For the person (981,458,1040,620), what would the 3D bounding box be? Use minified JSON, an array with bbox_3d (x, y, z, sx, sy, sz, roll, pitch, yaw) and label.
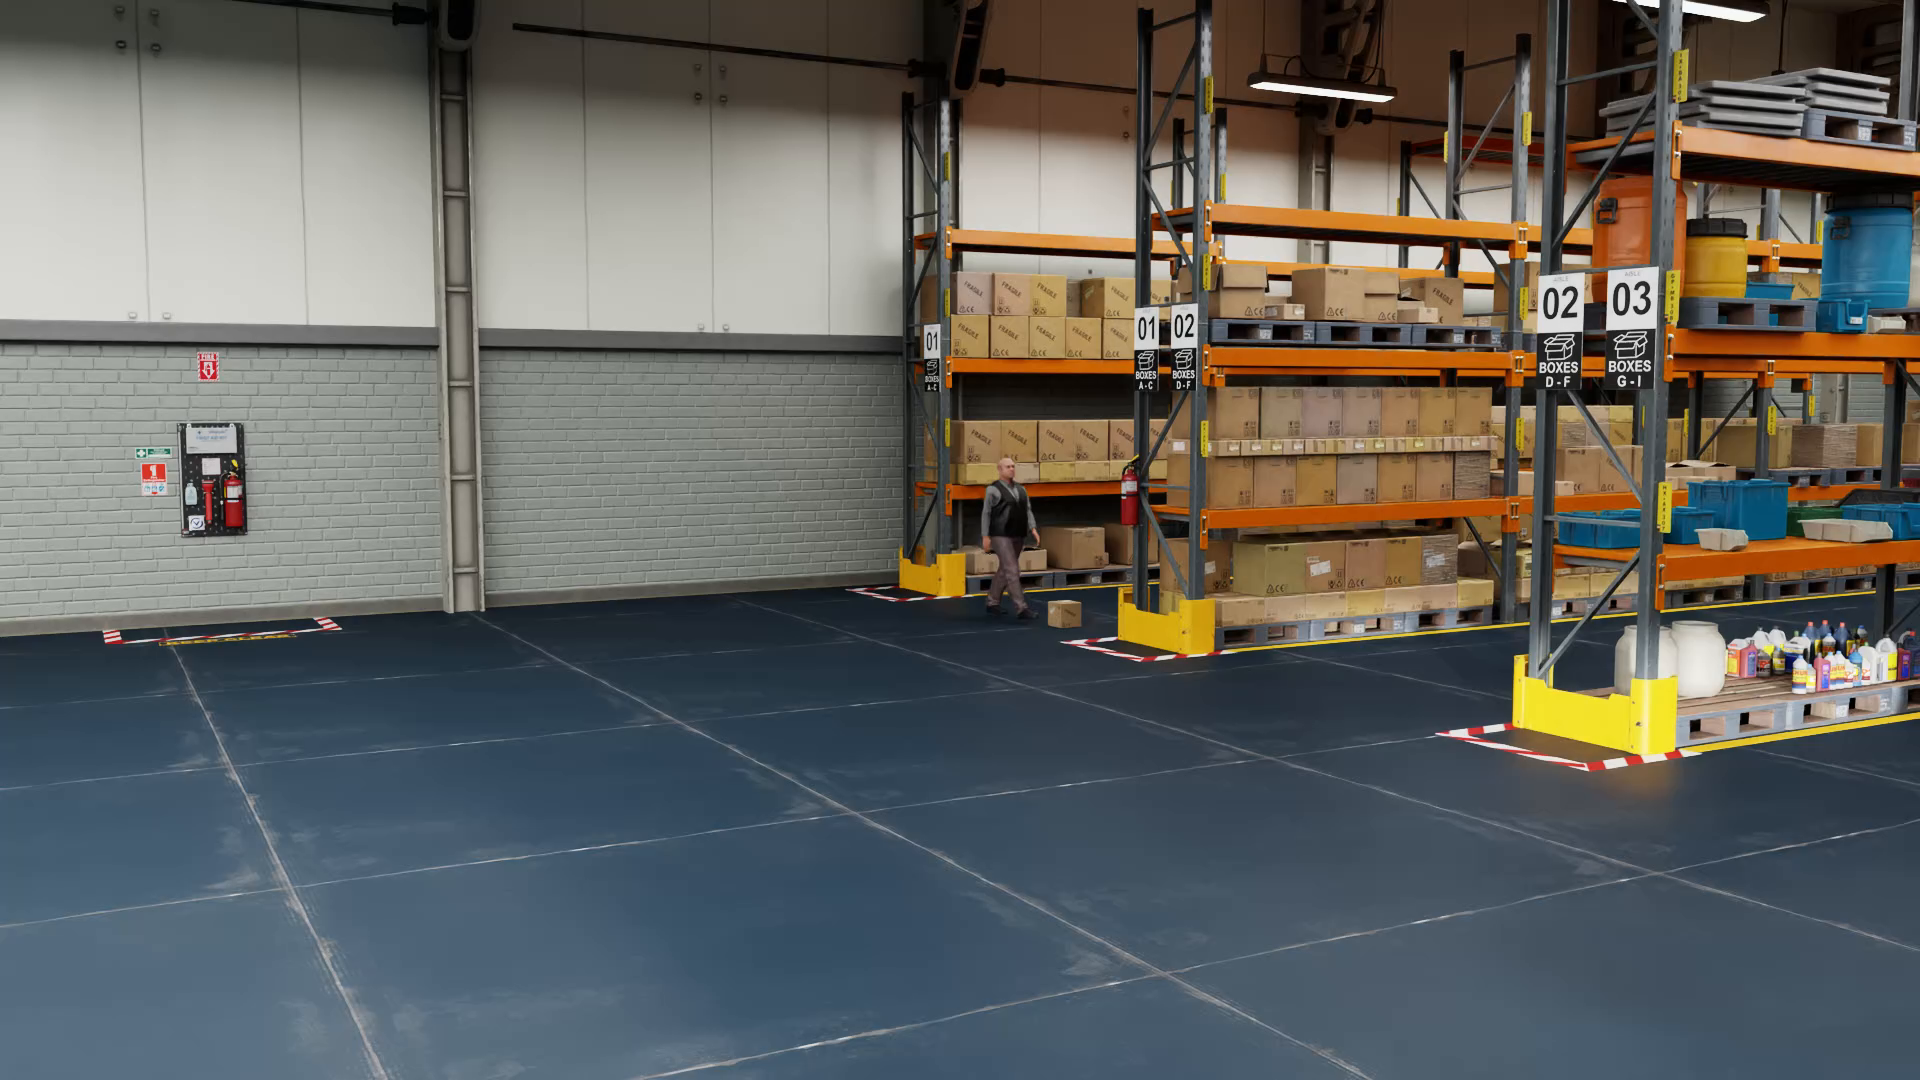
[{"bbox_3d":[0.584,-0.021,17.504,0.927,1.679,0.533,5,7,43],"label":"person"}]
